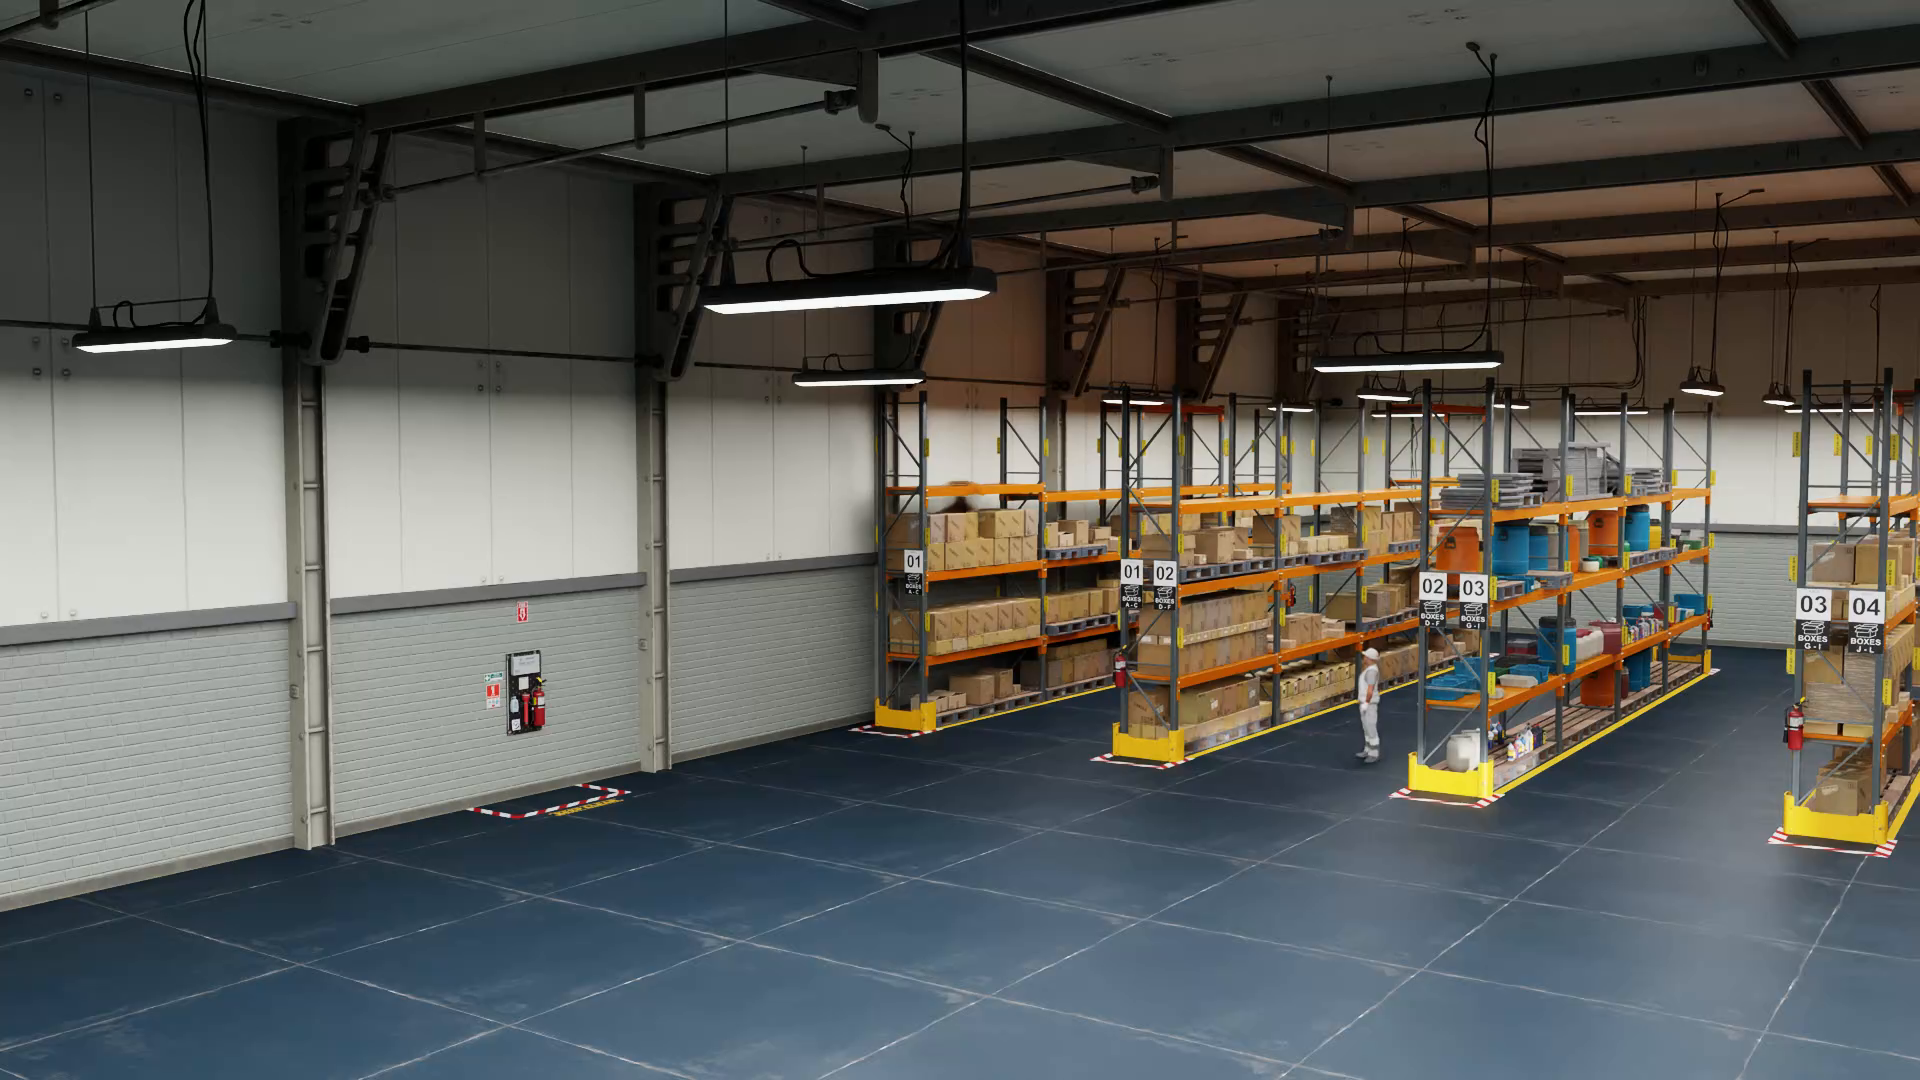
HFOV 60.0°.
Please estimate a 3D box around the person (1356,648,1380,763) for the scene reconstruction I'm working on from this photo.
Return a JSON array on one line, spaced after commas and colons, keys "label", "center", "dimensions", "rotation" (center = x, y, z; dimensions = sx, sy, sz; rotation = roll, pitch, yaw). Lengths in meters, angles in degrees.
[{"label": "person", "center": [6.548, 2.639, 26.682], "dimensions": [0.408, 1.816, 0.561], "rotation": [0, 3, -6]}]
